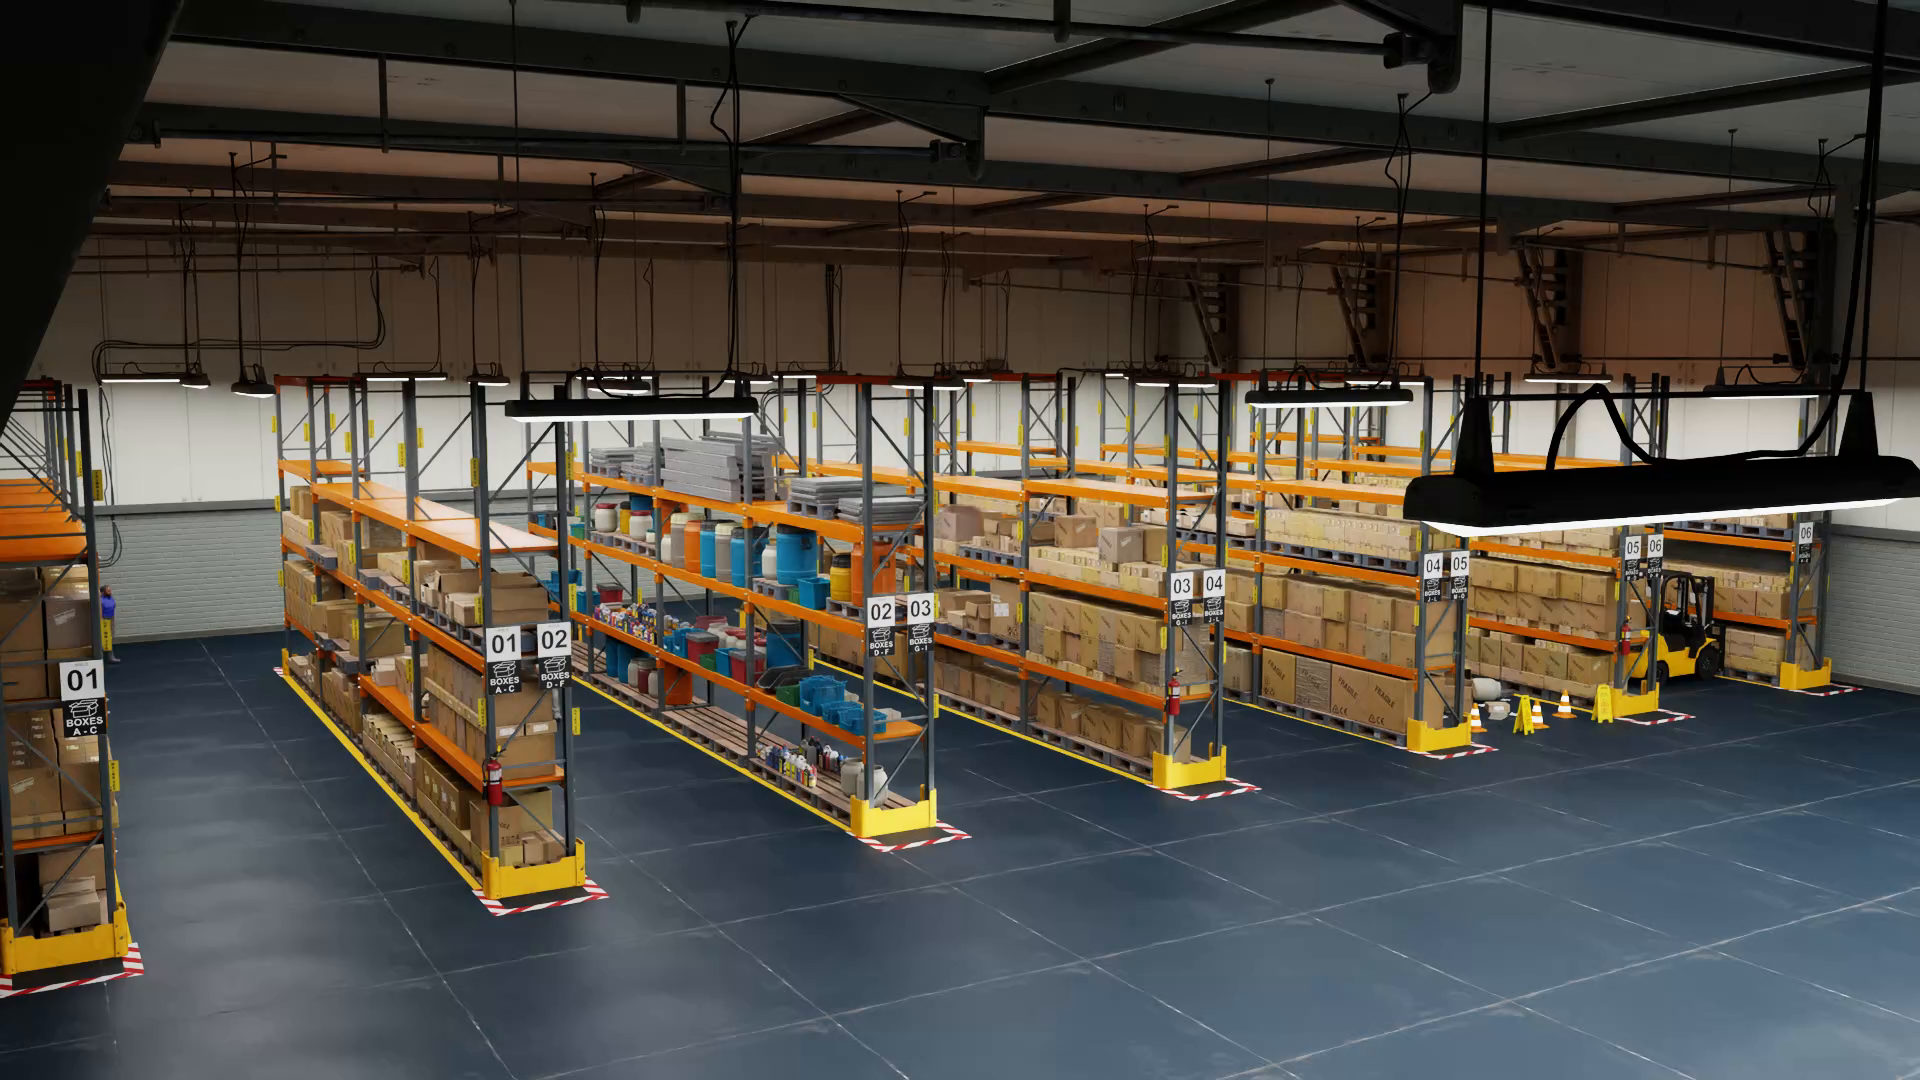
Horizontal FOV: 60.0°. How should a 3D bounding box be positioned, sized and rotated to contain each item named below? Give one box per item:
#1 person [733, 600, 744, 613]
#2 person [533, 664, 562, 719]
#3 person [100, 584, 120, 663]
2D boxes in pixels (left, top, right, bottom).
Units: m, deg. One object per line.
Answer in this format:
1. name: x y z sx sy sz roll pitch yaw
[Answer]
1. person: -5.180 0.973 41.209 0.535 1.702 1.197 6 9 45
2. person: -7.296 2.259 29.287 0.554 1.704 1.077 -3 7 -27
3. person: -17.856 1.723 34.650 0.811 1.621 0.450 1 6 7
